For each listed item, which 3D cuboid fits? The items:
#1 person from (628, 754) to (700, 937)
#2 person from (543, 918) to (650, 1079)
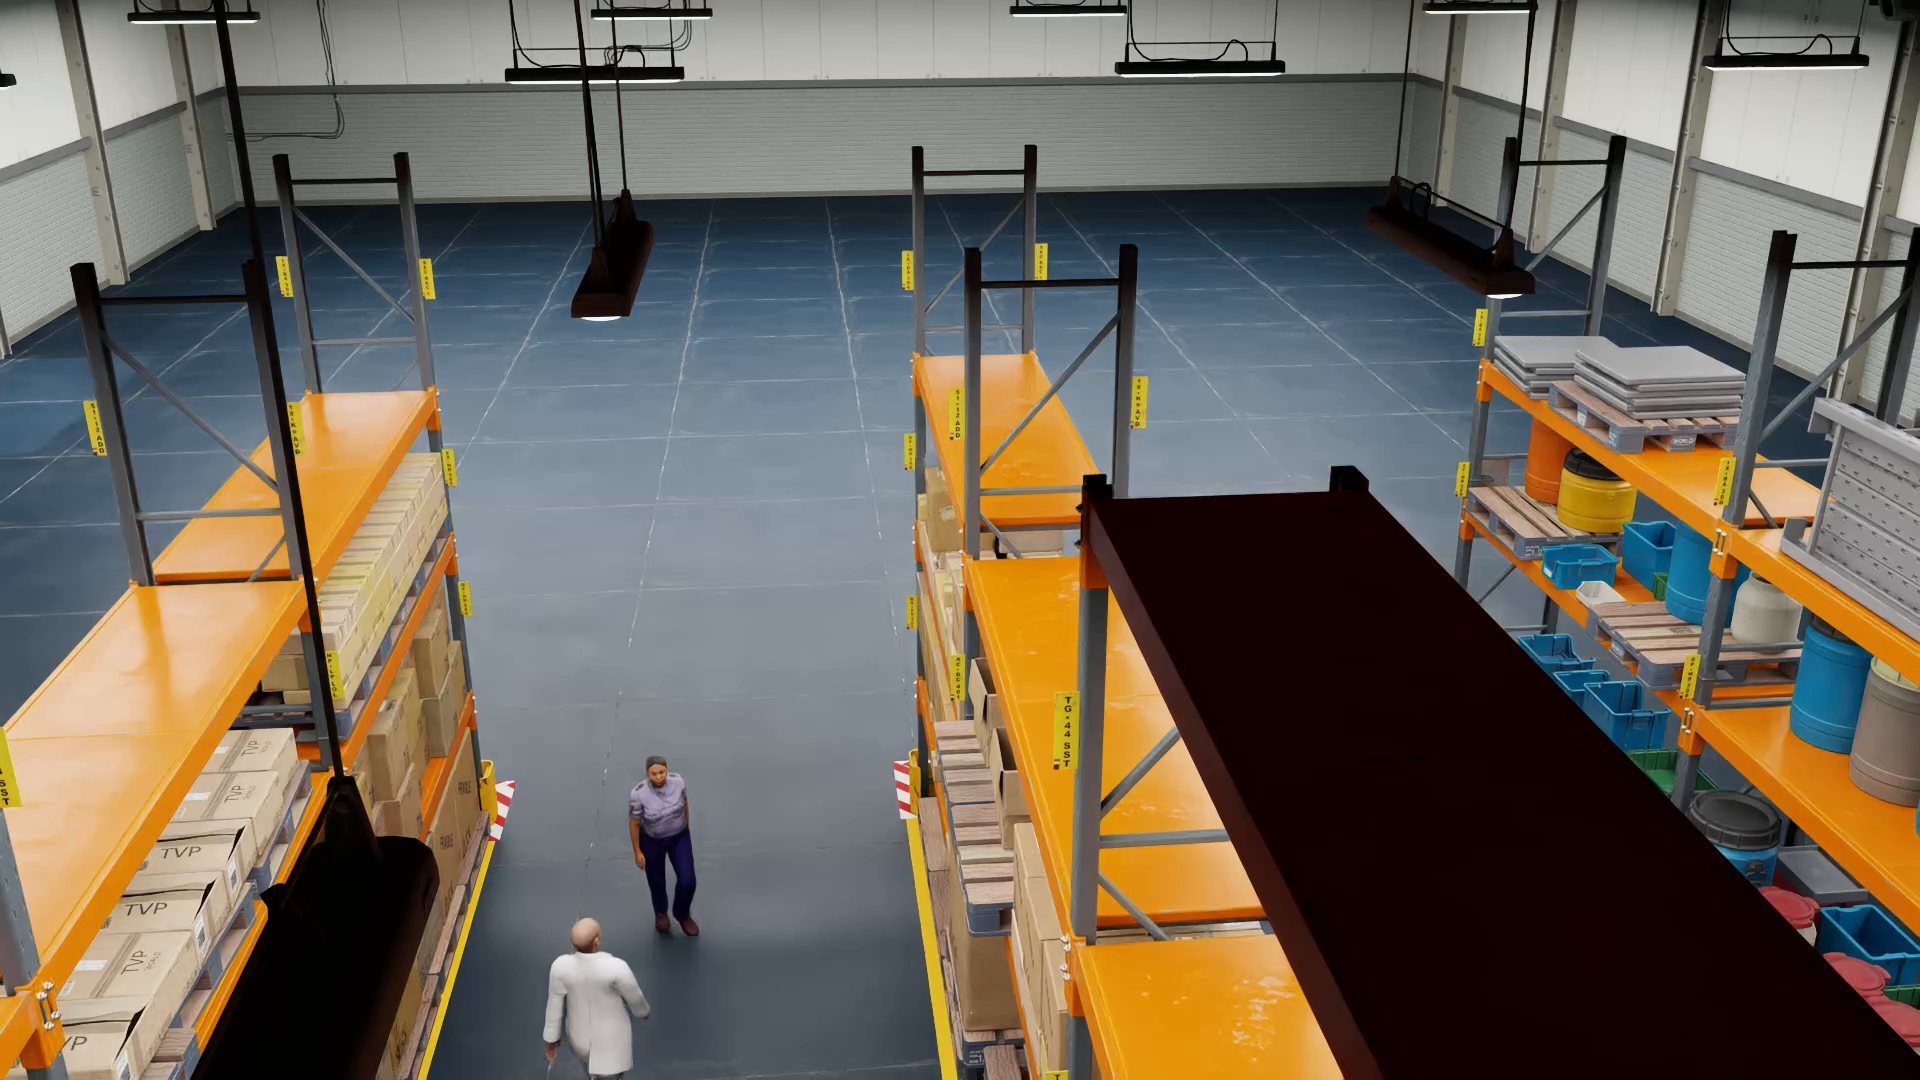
[{"bbox_3d":[-2.390,2.426,13.312,0.507,1.671,0.497,-9,23,-21],"label":"person"},{"bbox_3d":[-2.398,3.319,11.142,0.650,1.516,1.035,3,22,7],"label":"person"}]
